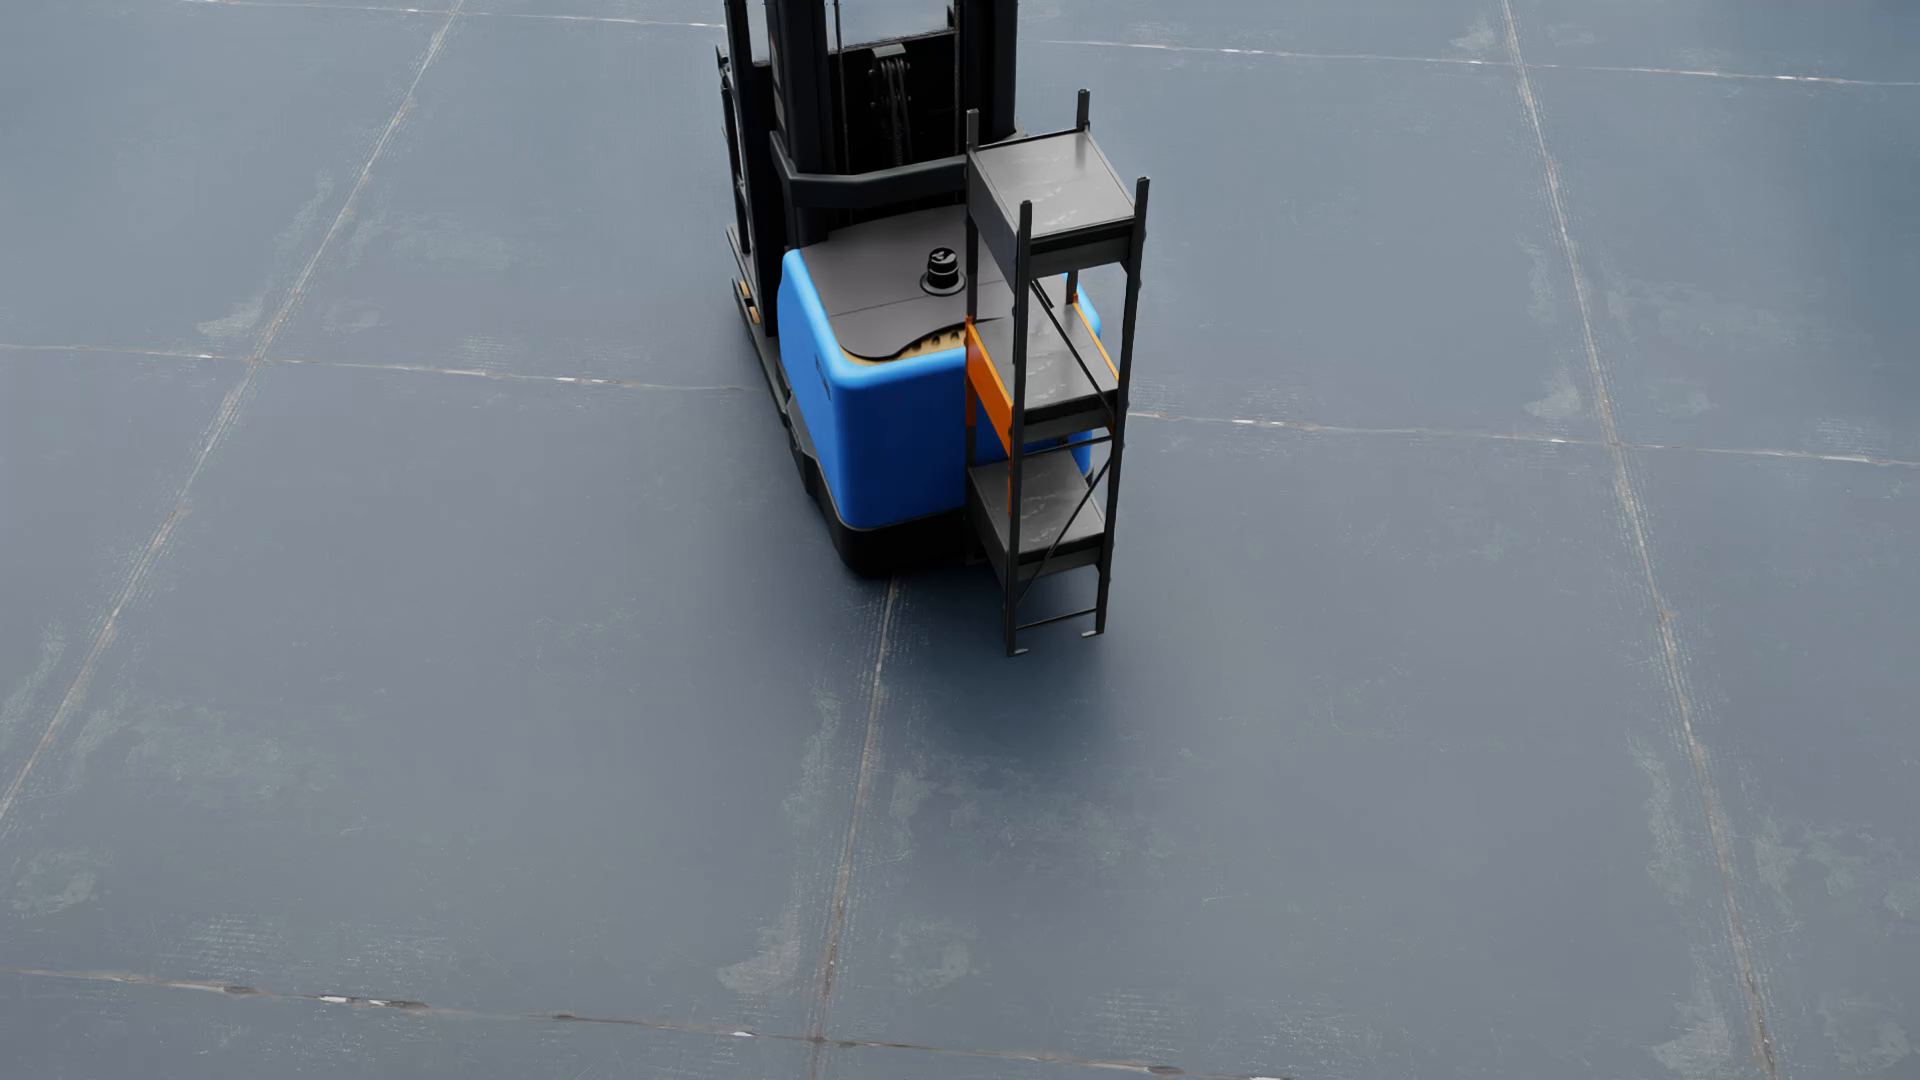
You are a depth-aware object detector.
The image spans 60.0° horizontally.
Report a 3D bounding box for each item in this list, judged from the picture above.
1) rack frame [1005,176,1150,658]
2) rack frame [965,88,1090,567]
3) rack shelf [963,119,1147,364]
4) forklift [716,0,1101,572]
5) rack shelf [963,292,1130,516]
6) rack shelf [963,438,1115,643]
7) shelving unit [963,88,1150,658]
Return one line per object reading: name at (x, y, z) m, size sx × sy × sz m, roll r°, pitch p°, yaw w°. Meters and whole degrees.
rack frame at (0.364, -0.310, 5.610) m, size 0.400 × 2.100 × 0.015 m, roll -14°, pitch 49°, yaw -12°
rack frame at (0.213, -0.652, 5.924) m, size 0.400 × 2.100 × 0.015 m, roll -14°, pitch 49°, yaw -12°
rack shelf at (0.289, -0.944, 5.260) m, size 0.431 × 0.518 × 0.480 m, roll -14°, pitch 49°, yaw -12°
forklift at (-0.409, -1.975, 6.570) m, size 1.130 × 2.935 × 3.031 m, roll -14°, pitch 49°, yaw -12°
rack shelf at (0.289, -0.472, 5.777) m, size 0.431 × 0.518 × 0.480 m, roll -14°, pitch 49°, yaw -12°
rack shelf at (0.289, 0.001, 6.294) m, size 0.431 × 0.518 × 0.480 m, roll -14°, pitch 49°, yaw -12°
shelving unit at (0.289, -0.481, 5.767) m, size 0.431 × 2.100 × 0.503 m, roll -14°, pitch 49°, yaw -12°
